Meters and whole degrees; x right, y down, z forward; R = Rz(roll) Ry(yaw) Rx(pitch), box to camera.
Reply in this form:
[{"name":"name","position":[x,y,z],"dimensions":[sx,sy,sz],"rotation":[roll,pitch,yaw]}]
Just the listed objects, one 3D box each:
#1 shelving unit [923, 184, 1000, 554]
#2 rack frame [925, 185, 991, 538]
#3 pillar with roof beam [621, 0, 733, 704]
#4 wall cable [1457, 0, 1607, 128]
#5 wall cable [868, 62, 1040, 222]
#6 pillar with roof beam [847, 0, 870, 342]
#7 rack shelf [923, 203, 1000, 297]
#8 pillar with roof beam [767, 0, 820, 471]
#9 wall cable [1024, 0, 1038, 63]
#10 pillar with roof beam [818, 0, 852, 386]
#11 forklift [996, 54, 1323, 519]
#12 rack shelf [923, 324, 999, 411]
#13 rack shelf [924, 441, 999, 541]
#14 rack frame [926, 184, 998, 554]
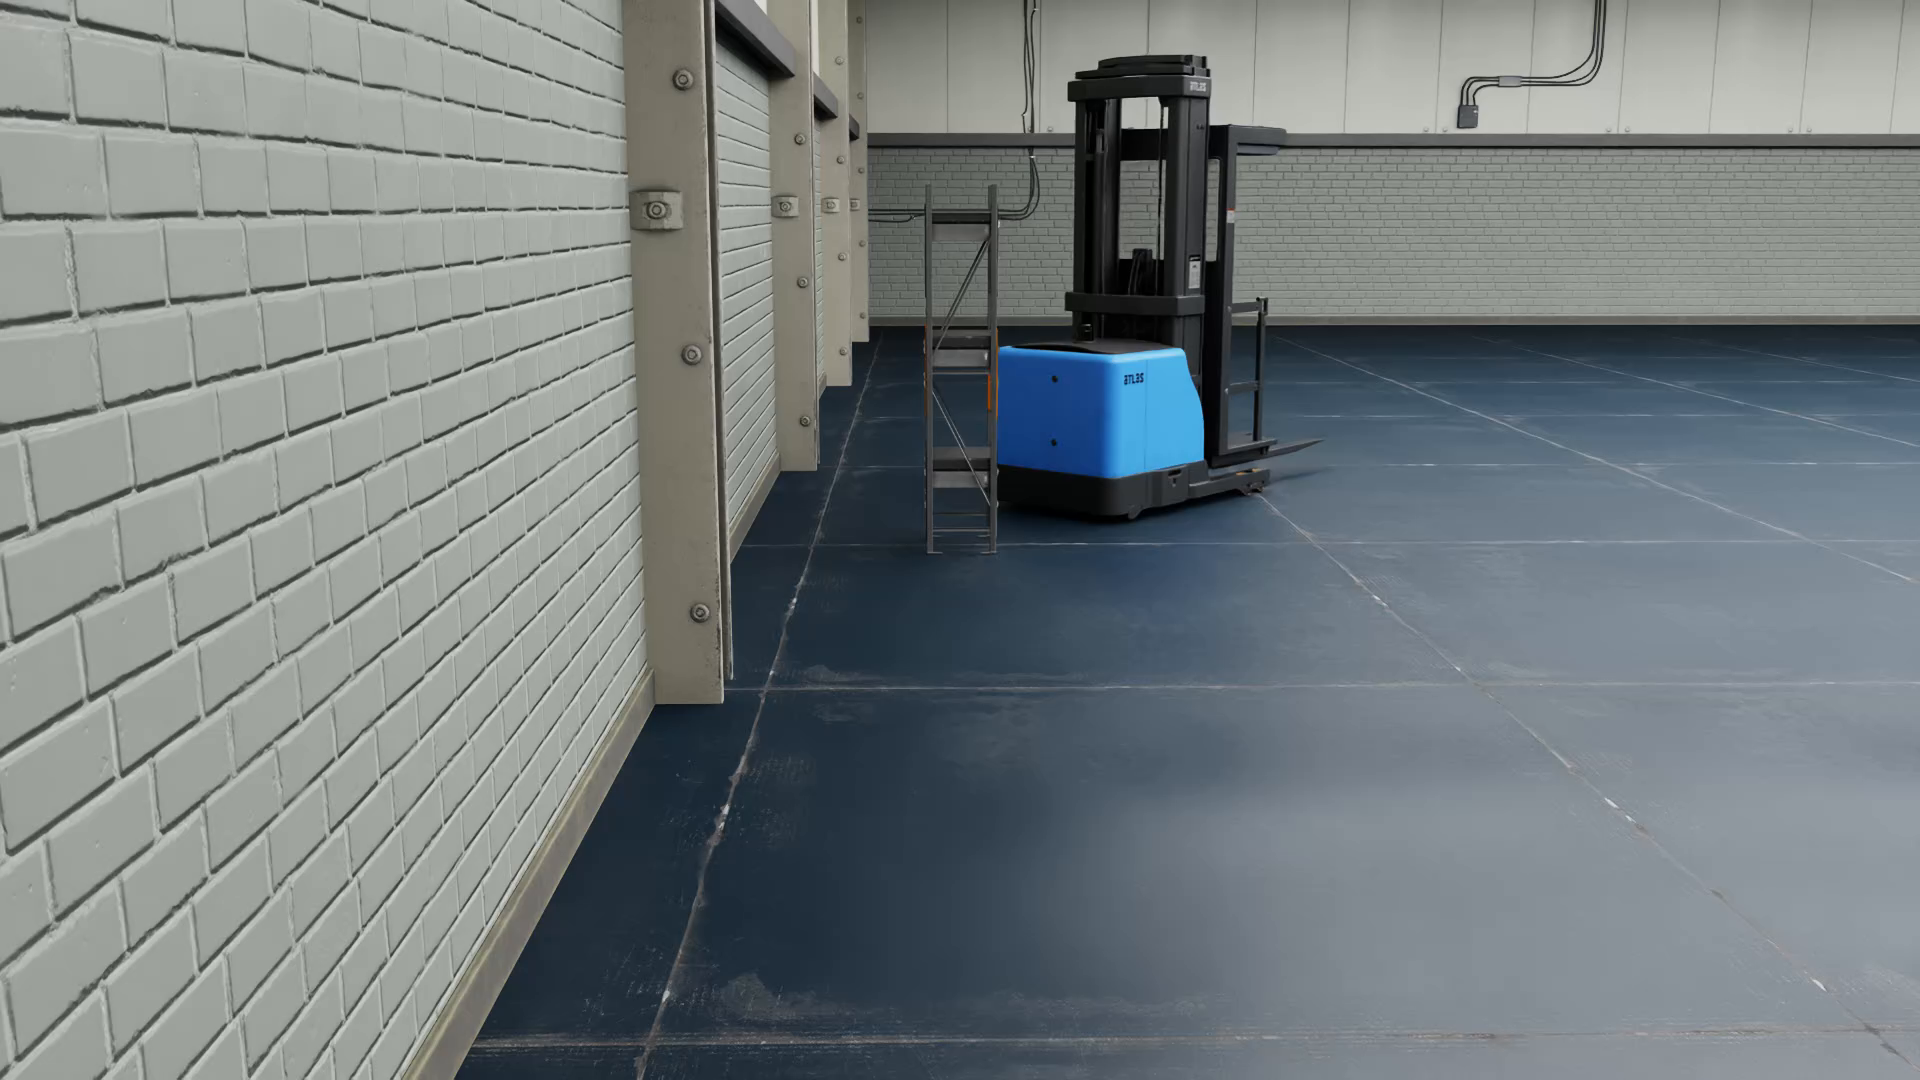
[{"name":"shelving unit","position":[0.003,-0.996,9.688],"dimensions":[0.431,2.100,0.503],"rotation":[0,11,-1]},{"name":"rack frame","position":[-0.002,-1.045,9.927],"dimensions":[0.400,2.100,0.015],"rotation":[0,11,-1]},{"name":"pillar with roof beam","position":[3.177,-3.801,6.160],"dimensions":[9.100,9.000,0.400],"rotation":[0,11,-1]},{"name":"wall cable","position":[9.254,-9.655,26.461],"dimensions":[2.305,6.003,0.169],"rotation":[0,11,-1]},{"name":"wall cable","position":[-0.238,-6.430,26.931],"dimensions":[3.097,2.526,0.112],"rotation":[0,11,-1]},{"name":"pillar with roof beam","position":[2.805,-7.379,23.797],"dimensions":[9.100,9.000,0.400],"rotation":[0,11,-1]},{"name":"rack shelf","position":[0.003,-1.669,9.552],"dimensions":[0.431,0.518,0.480],"rotation":[0,11,-1]},{"name":"pillar with roof beam","position":[3.053,-4.993,12.039],"dimensions":[9.100,9.000,0.400],"rotation":[0,11,-1]},{"name":"wall cable","position":[2.467,-8.916,26.484],"dimensions":[3.097,2.526,0.112],"rotation":[0,11,-1]},{"name":"pillar with roof beam","position":[2.929,-6.186,17.918],"dimensions":[9.100,9.000,0.400],"rotation":[0,11,-1]},{"name":"forklift","position":[1.541,-1.804,11.578],"dimensions":[1.130,2.935,3.031],"rotation":[10,15,40]},{"name":"rack shelf","position":[0.003,-0.983,9.691],"dimensions":[0.431,0.518,0.480],"rotation":[0,11,-1]},{"name":"rack shelf","position":[0.003,-0.297,9.830],"dimensions":[0.431,0.518,0.480],"rotation":[0,11,-1]},{"name":"rack frame","position":[0.008,-0.948,9.449],"dimensions":[0.400,2.100,0.015],"rotation":[0,11,-1]}]
